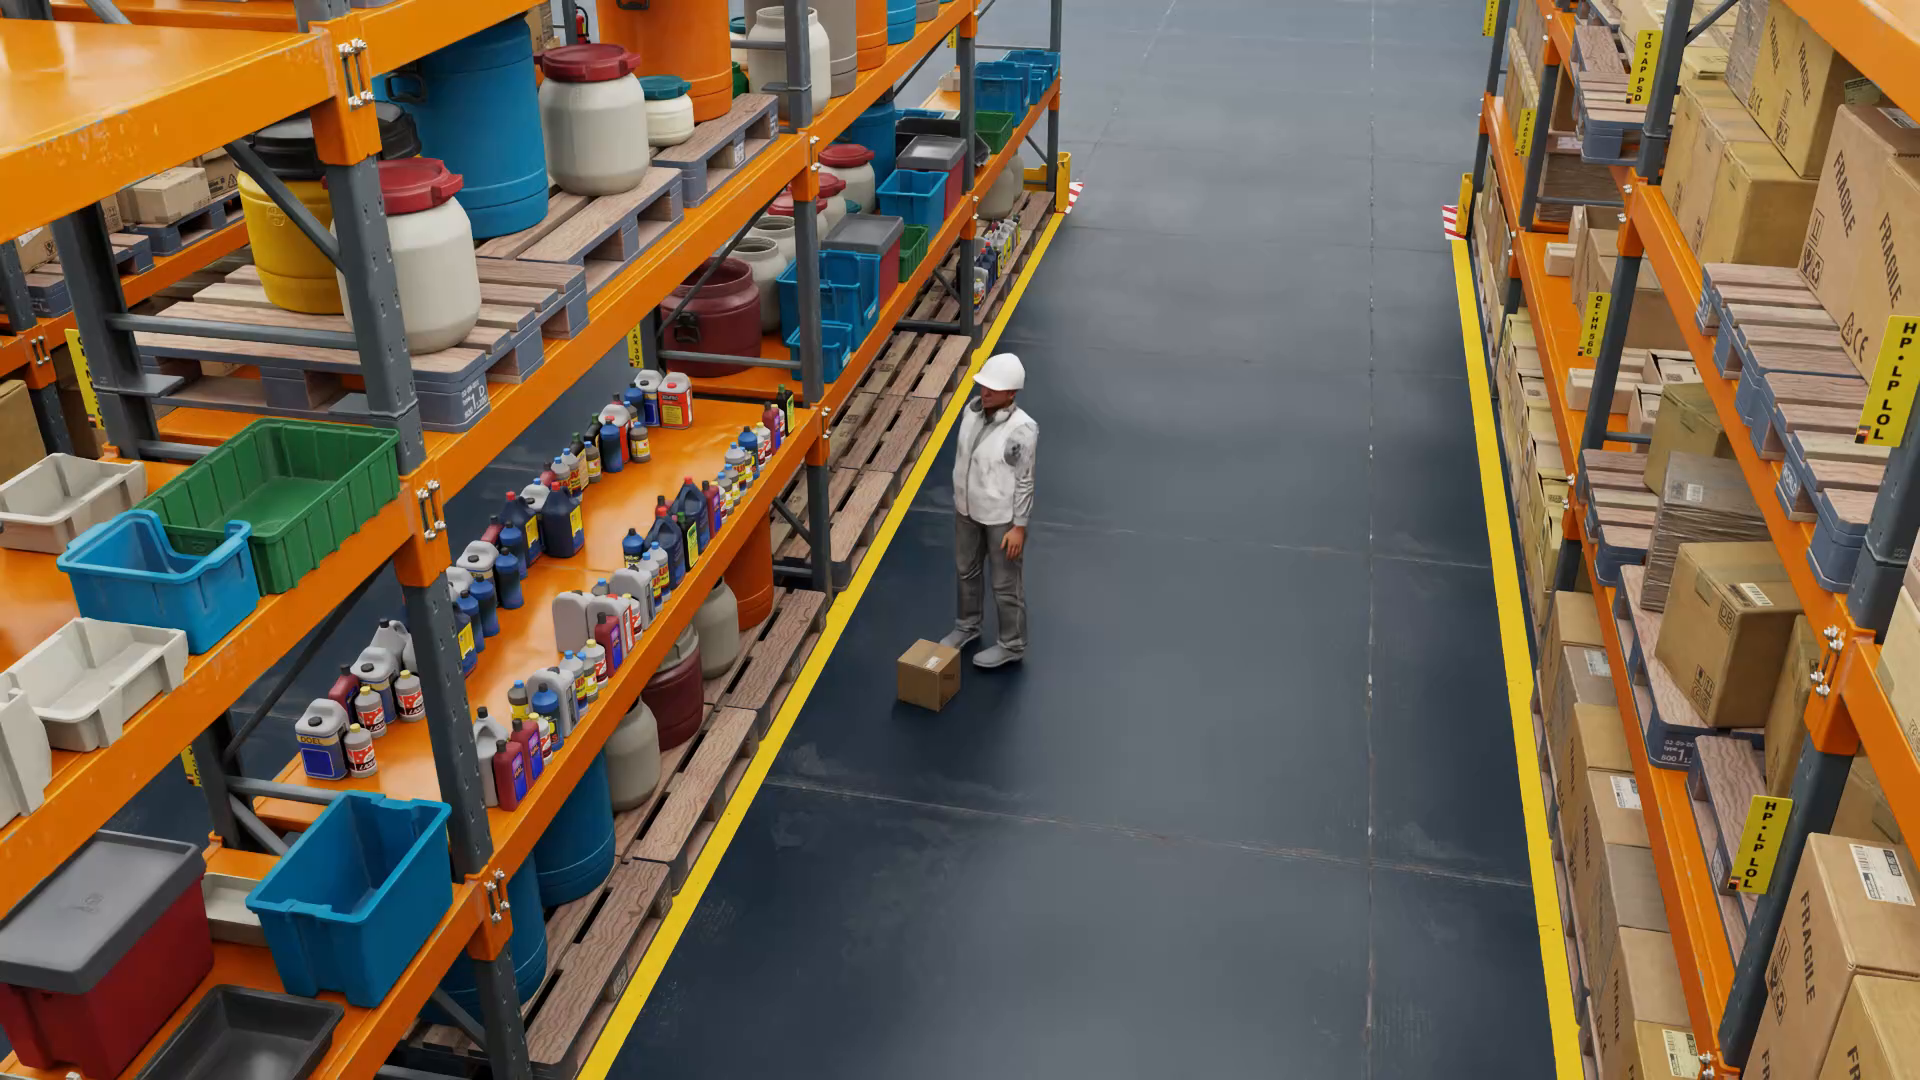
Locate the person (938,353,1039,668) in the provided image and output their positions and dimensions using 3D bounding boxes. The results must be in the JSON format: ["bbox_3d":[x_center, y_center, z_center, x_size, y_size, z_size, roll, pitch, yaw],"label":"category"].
[{"bbox_3d":[0.159,-0.138,8.854,0.383,1.802,0.557,-25,37,-38],"label":"person"}]
